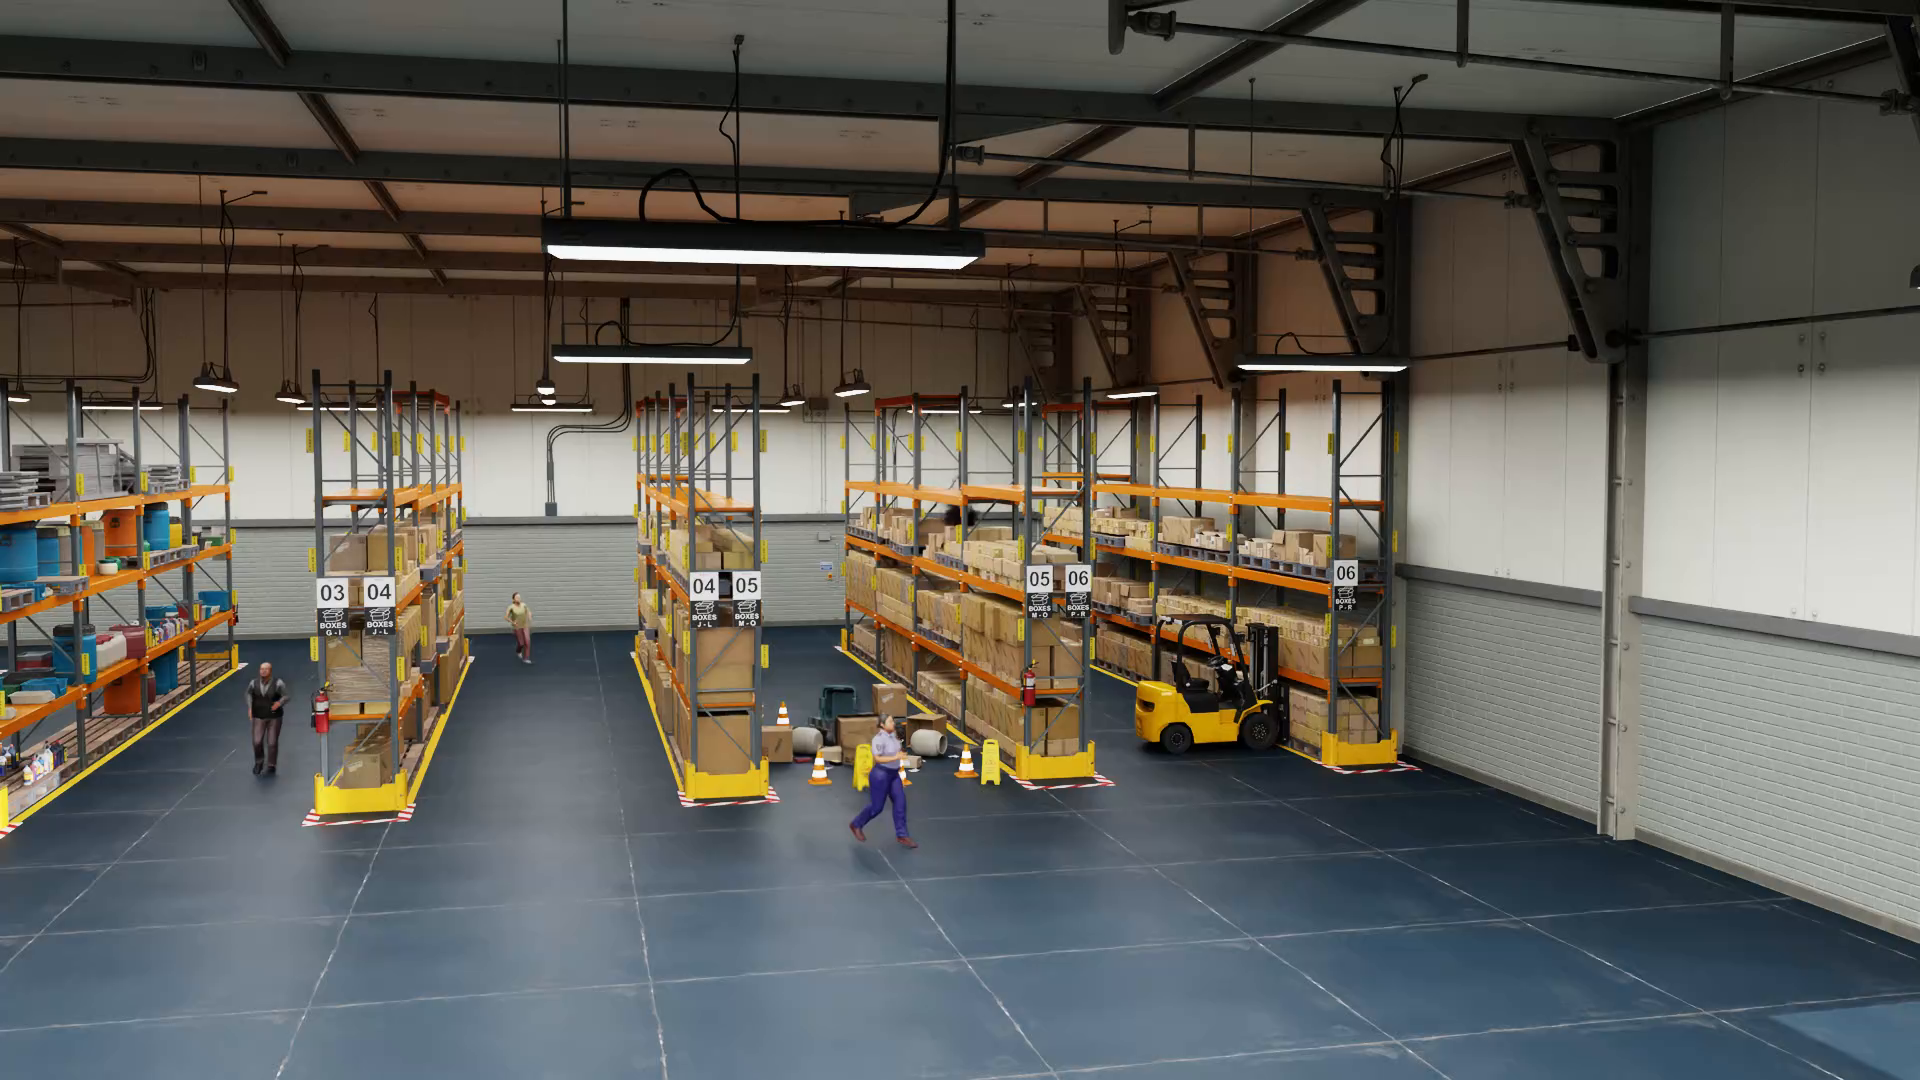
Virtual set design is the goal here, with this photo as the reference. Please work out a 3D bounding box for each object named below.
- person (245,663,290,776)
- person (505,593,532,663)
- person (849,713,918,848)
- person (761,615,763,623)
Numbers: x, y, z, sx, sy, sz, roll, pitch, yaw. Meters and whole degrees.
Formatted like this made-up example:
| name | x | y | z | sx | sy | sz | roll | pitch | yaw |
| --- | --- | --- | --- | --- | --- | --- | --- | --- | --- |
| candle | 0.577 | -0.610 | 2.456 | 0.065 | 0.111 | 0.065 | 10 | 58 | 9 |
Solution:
| name | x | y | z | sx | sy | sz | roll | pitch | yaw |
| --- | --- | --- | --- | --- | --- | --- | --- | --- | --- |
| person | -10.469 | 2.706 | 25.051 | 0.602 | 1.698 | 0.677 | -1 | 3 | -16 |
| person | -10.103 | 2.007 | 38.071 | 0.613 | 1.611 | 0.659 | -2 | 4 | -37 |
| person | -0.952 | 2.966 | 20.650 | 0.903 | 1.654 | 0.632 | 2 | 4 | 26 |
| person | -4.703 | 2.079 | 37.365 | 0.514 | 1.583 | 0.972 | -1 | 4 | -20 |
